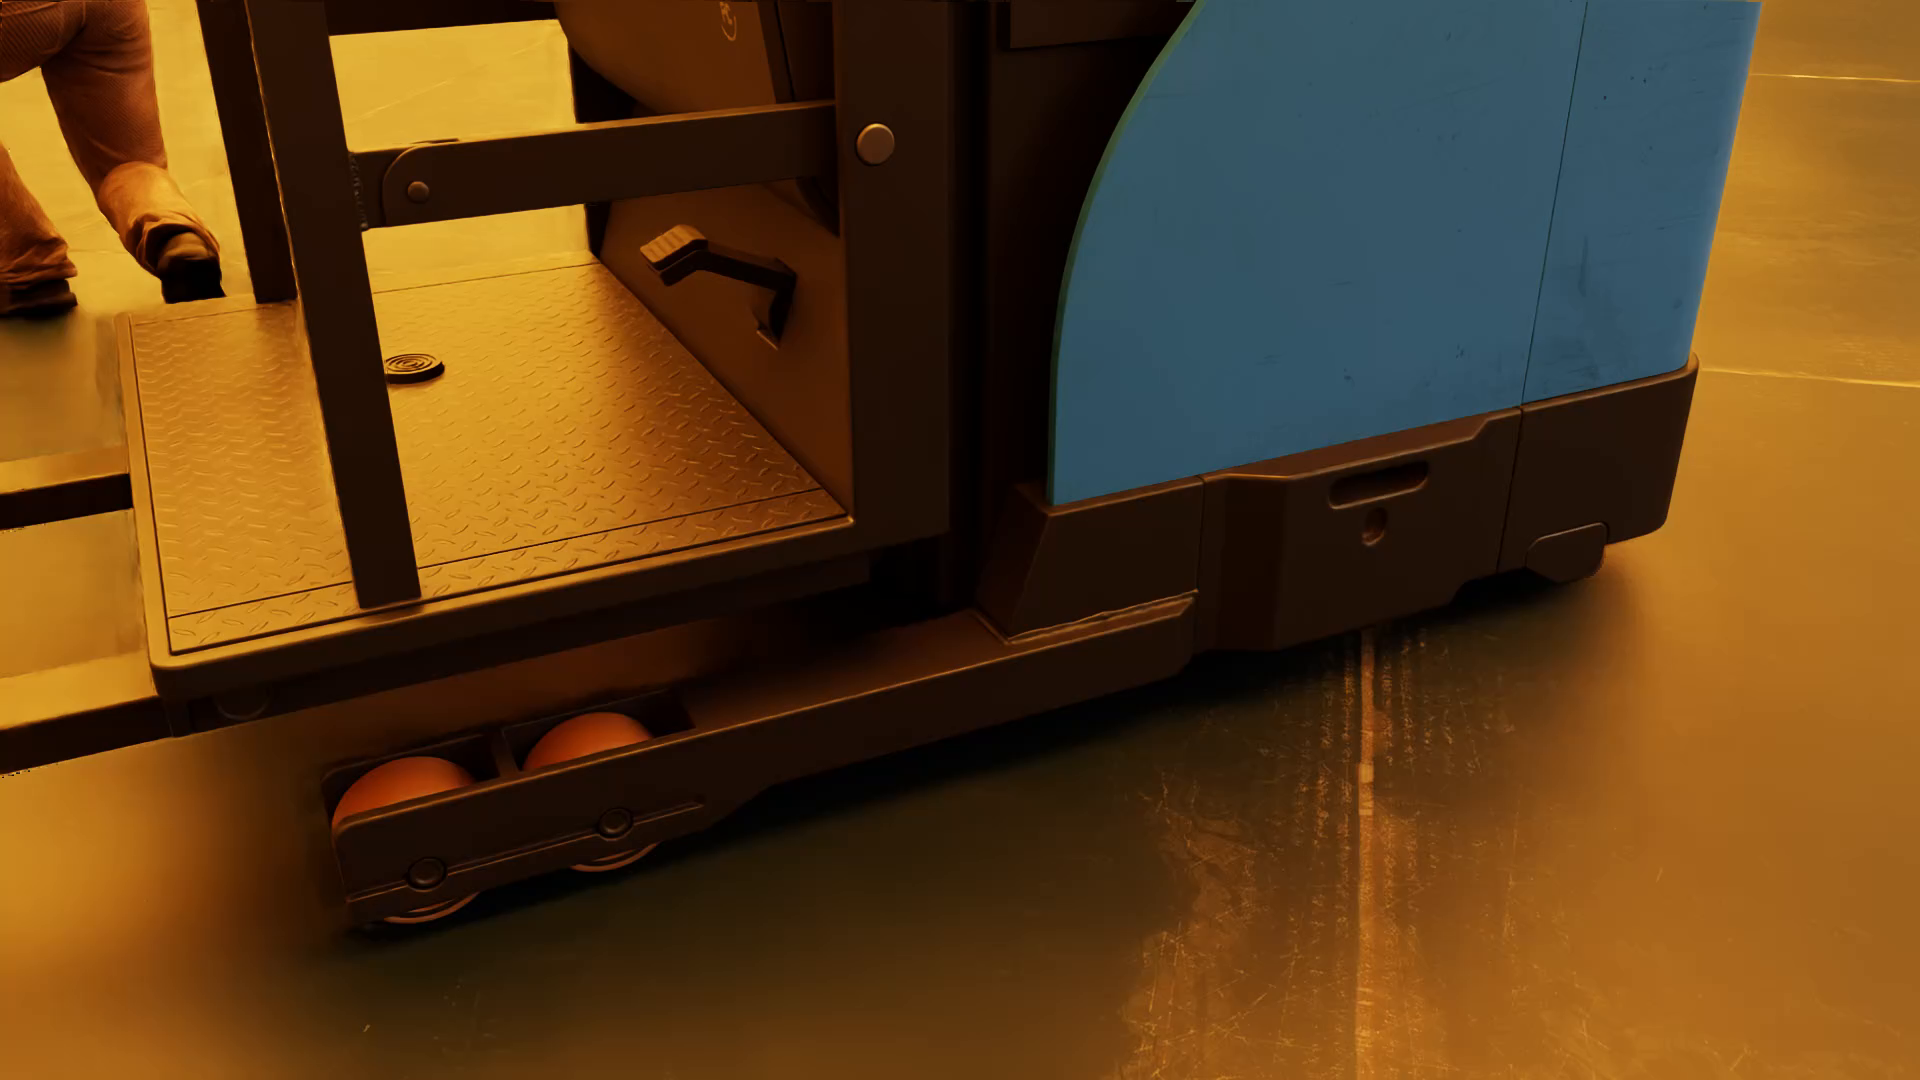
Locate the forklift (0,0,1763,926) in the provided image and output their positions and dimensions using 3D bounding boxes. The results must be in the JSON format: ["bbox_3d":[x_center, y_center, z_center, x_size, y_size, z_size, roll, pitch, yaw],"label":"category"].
[{"bbox_3d":[-0.526,-1.186,1.596,3.031,2.935,1.130,-12,29,-23],"label":"forklift"}]

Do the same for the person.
[{"bbox_3d":[-1.752,-1.017,2.951,0.933,1.490,0.669,12,29,22],"label":"person"}]
